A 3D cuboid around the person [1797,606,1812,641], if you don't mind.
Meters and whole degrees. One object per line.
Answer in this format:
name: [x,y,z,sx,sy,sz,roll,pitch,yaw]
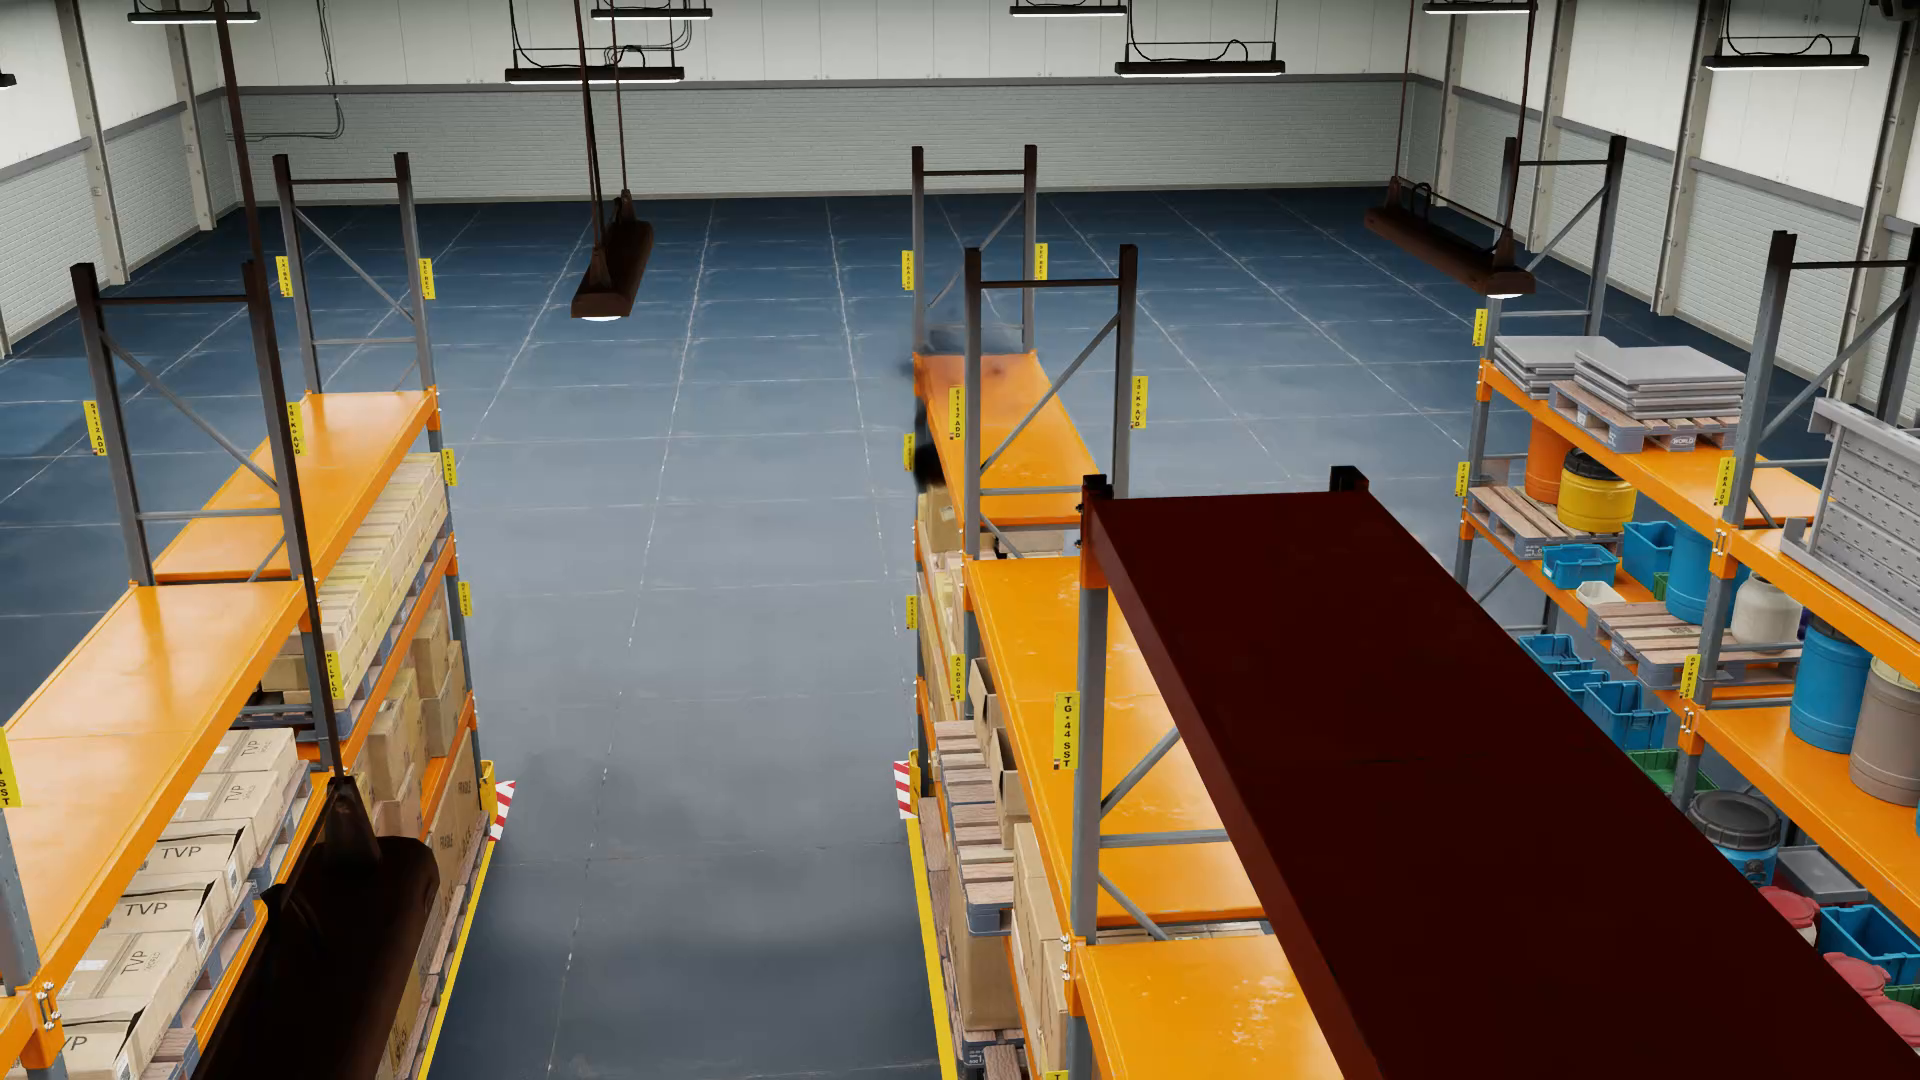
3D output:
person: [9.284,0.738,17.823,0.664,1.413,0.585,12,25,28]
